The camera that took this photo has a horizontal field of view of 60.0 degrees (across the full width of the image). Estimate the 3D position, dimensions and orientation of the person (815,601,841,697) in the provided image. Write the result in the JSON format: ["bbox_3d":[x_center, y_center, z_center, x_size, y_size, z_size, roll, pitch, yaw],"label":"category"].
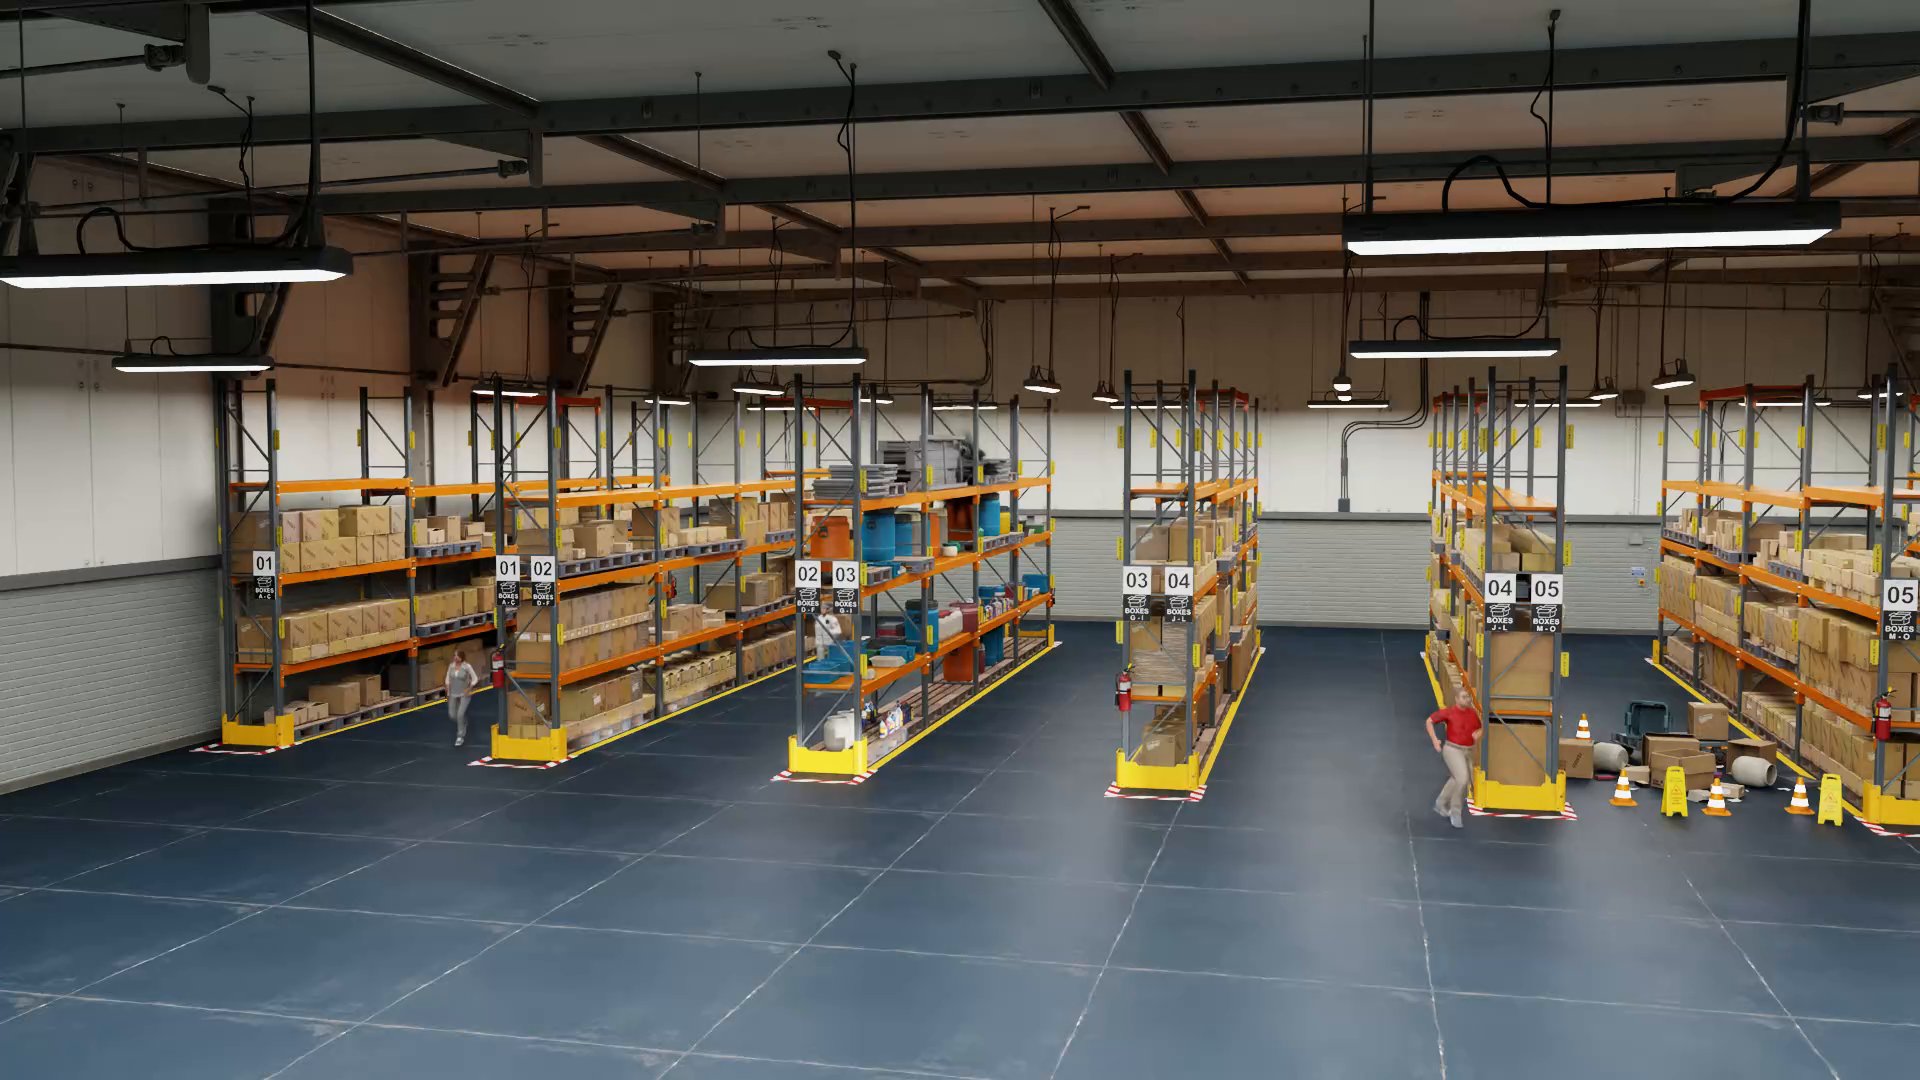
[{"bbox_3d":[-2.514,2.013,31.076,0.526,1.765,0.728,1,4,13],"label":"person"}]

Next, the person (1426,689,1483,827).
[{"bbox_3d":[6.540,2.861,21.854,0.687,1.795,0.660,-2,4,-32],"label":"person"}]

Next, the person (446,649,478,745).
[{"bbox_3d":[-8.233,2.590,27.494,0.559,1.554,0.539,0,3,5],"label":"person"}]
